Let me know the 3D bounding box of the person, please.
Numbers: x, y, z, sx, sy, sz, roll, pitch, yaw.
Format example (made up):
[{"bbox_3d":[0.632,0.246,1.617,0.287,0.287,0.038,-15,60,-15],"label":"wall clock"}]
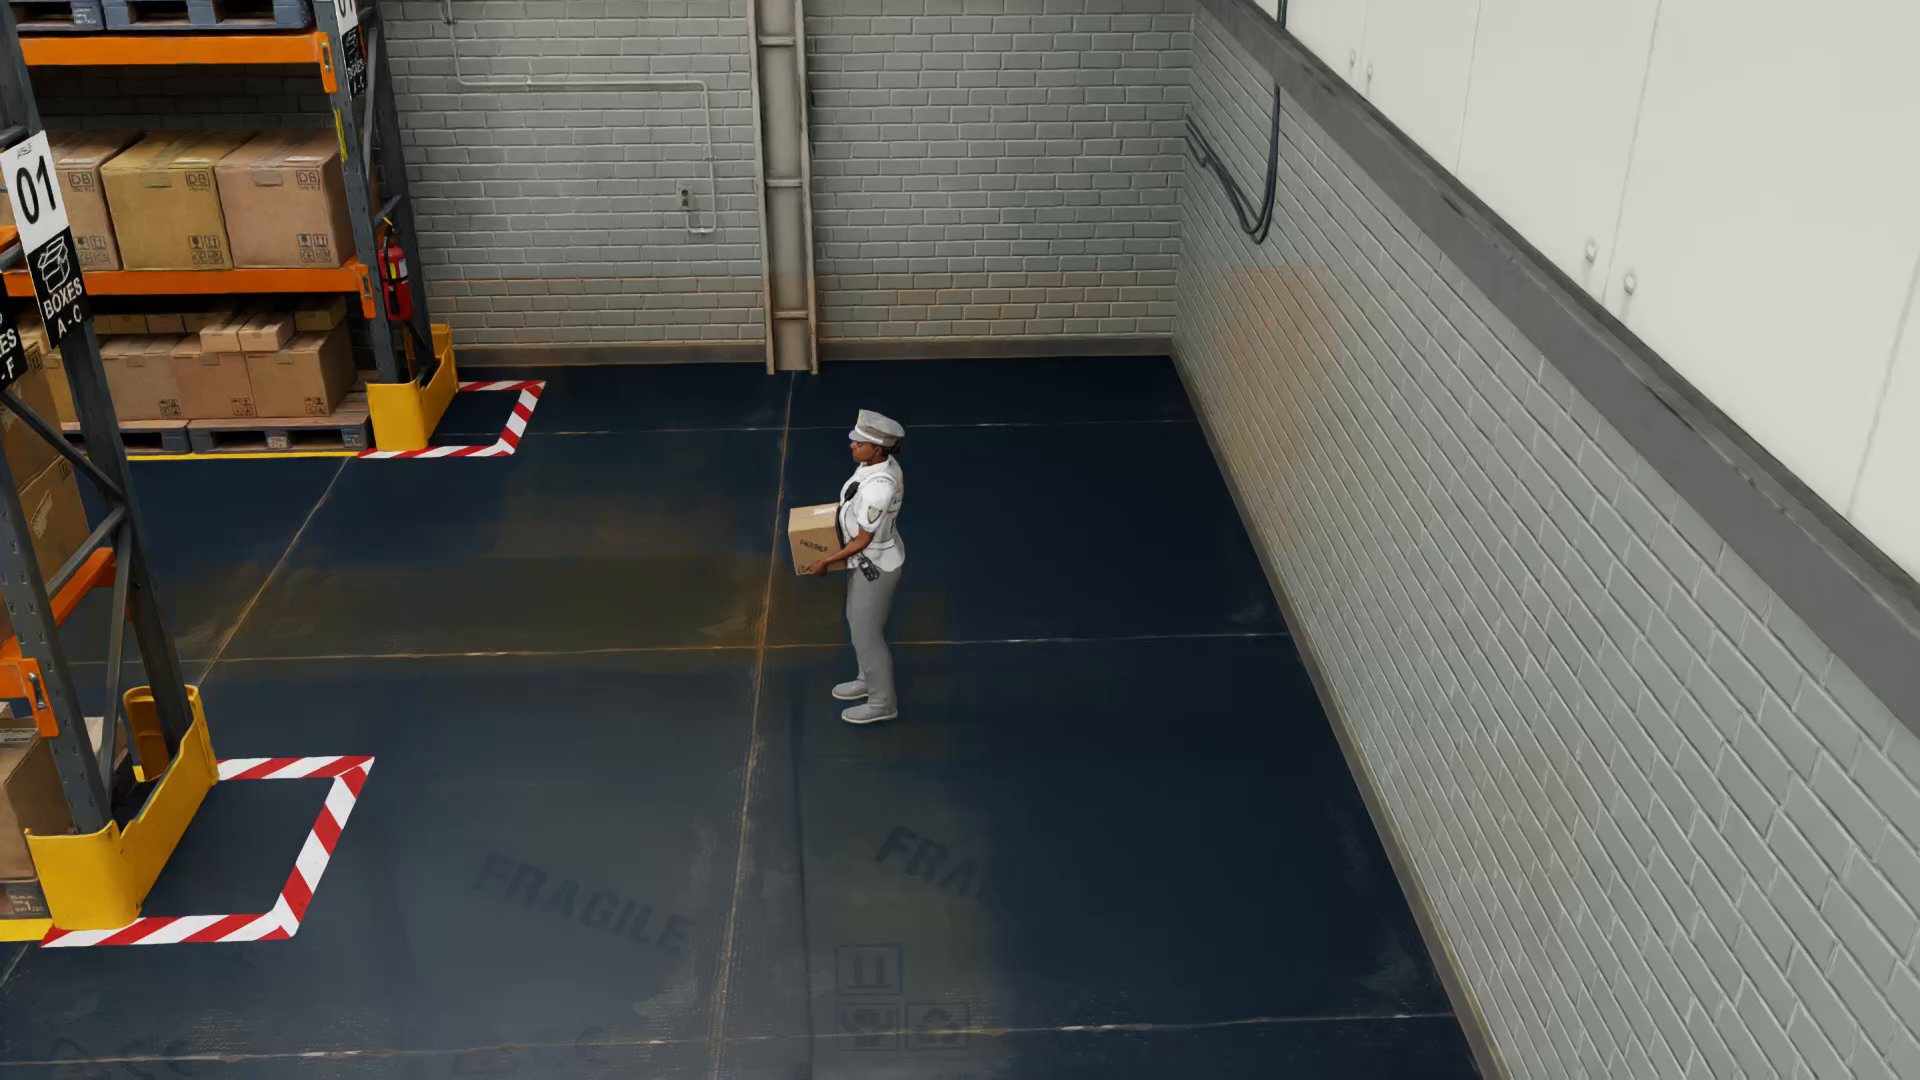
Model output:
[{"bbox_3d":[-0.524,0.125,8.358,0.514,1.690,0.450,-1,28,-2],"label":"person"}]
